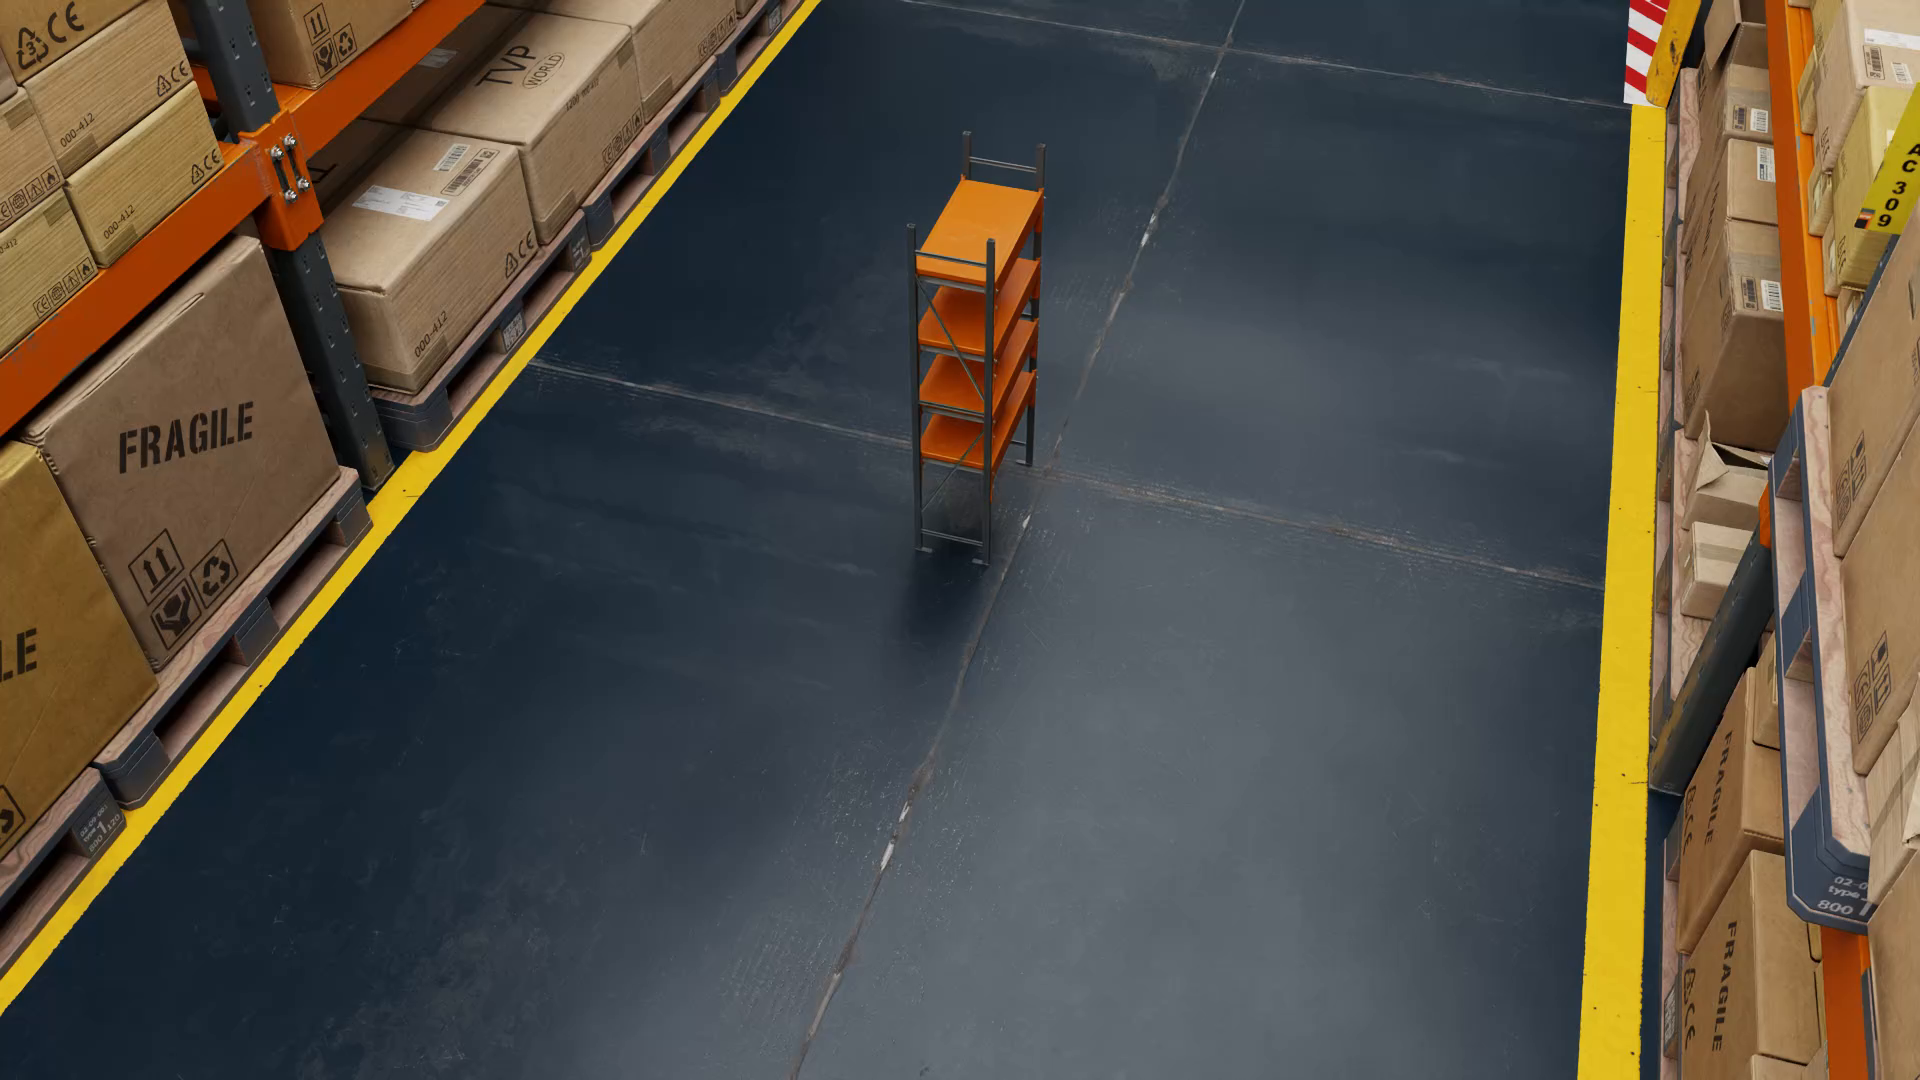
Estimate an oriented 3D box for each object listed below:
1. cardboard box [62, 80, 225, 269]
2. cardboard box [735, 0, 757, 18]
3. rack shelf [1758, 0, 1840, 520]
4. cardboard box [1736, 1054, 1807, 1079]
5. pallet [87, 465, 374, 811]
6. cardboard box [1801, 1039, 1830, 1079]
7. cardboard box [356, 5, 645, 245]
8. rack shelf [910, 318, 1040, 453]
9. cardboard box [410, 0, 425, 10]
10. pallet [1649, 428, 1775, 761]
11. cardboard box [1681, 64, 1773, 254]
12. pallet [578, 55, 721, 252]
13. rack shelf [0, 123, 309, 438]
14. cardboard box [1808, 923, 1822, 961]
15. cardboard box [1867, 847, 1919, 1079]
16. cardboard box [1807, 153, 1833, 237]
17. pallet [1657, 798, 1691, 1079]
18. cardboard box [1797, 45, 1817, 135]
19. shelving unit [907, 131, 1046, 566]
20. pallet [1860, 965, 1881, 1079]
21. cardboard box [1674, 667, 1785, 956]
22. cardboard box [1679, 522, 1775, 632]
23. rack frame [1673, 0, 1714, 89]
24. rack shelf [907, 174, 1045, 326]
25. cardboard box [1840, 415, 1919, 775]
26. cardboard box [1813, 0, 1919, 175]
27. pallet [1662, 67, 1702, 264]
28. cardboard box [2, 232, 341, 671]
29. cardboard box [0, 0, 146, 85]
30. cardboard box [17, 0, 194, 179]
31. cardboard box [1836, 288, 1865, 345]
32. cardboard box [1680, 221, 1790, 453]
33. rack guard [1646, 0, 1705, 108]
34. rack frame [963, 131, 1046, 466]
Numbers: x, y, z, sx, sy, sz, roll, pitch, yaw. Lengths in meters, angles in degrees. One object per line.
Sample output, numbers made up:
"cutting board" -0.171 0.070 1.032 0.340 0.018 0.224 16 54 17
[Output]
"cardboard box" -2.251 -0.964 4.198 0.500 0.250 0.500 12 46 12
"cardboard box" -1.249 -2.810 7.508 0.875 0.438 0.875 11 45 11
"rack shelf" 2.982 -1.397 5.047 1.077 0.370 4.000 13 46 13
"cardboard box" 1.708 1.386 3.176 0.500 0.500 0.500 11 45 11
"pallet" -2.518 0.157 4.939 1.003 0.211 1.213 13 46 13
"cardboard box" 1.755 1.092 3.013 0.380 0.149 0.250 12 46 12
"cardboard box" -1.793 -1.597 6.269 0.875 0.438 0.875 11 45 11
"rack shelf" 0.050 -0.491 4.990 0.258 0.148 0.480 13 46 13
"cardboard box" -1.808 -1.998 5.075 0.500 0.500 0.500 13 46 13
"pallet" 2.585 0.218 4.876 1.003 0.211 1.213 13 46 13
"cardboard box" 3.016 -1.295 5.916 0.700 0.500 0.500 14 46 14
"pallet" -1.683 -1.680 6.815 1.003 0.211 1.213 13 46 12
"rack shelf" -2.961 0.220 3.395 1.077 0.370 4.000 13 46 13
"cardboard box" 1.937 0.748 3.365 0.380 0.149 0.250 10 45 10
"cardboard box" 1.622 0.636 2.083 0.700 0.500 0.500 12 46 12
"cardboard box" 2.346 -0.854 4.158 0.380 0.149 0.250 14 46 14
"pallet" 2.166 1.226 3.847 1.003 0.211 1.213 13 46 13
"cardboard box" 2.501 -1.199 4.510 0.380 0.149 0.250 12 46 12
"shelving unit" 0.050 -0.539 4.943 0.258 1.200 0.503 13 46 13
"pallet" 1.749 1.116 2.102 1.003 0.211 1.213 13 46 13
"cardboard box" 2.015 0.697 3.880 0.500 0.500 0.500 14 46 14
"cardboard box" 2.265 0.114 4.727 0.380 0.149 0.250 11 45 11
"rack frame" 3.587 -2.987 6.158 1.000 3.000 0.127 13 46 13
"rack shelf" 0.050 -0.820 4.668 0.258 0.148 0.480 13 46 13
"cardboard box" 1.859 0.113 2.618 0.700 0.500 0.500 13 46 13
"cardboard box" 2.435 -1.102 4.126 0.500 0.250 0.500 13 46 13
"pallet" 3.324 -1.408 6.539 1.003 0.211 1.213 13 46 13
"cardboard box" -2.467 -0.331 4.662 0.875 0.875 0.875 14 46 14
"cardboard box" -2.252 -1.412 3.762 0.500 0.500 0.500 14 46 14
"cardboard box" -2.258 -1.150 4.030 0.500 0.250 0.500 12 46 12
"cardboard box" 2.232 -0.497 3.793 0.380 0.149 0.250 13 46 13
"cardboard box" 2.701 -0.603 5.209 0.700 0.500 0.500 11 45 11
"rack guard" 3.564 -2.043 6.981 1.175 0.500 0.348 13 46 13
"rack frame" 0.124 -0.702 5.109 0.240 1.200 0.015 13 46 13
